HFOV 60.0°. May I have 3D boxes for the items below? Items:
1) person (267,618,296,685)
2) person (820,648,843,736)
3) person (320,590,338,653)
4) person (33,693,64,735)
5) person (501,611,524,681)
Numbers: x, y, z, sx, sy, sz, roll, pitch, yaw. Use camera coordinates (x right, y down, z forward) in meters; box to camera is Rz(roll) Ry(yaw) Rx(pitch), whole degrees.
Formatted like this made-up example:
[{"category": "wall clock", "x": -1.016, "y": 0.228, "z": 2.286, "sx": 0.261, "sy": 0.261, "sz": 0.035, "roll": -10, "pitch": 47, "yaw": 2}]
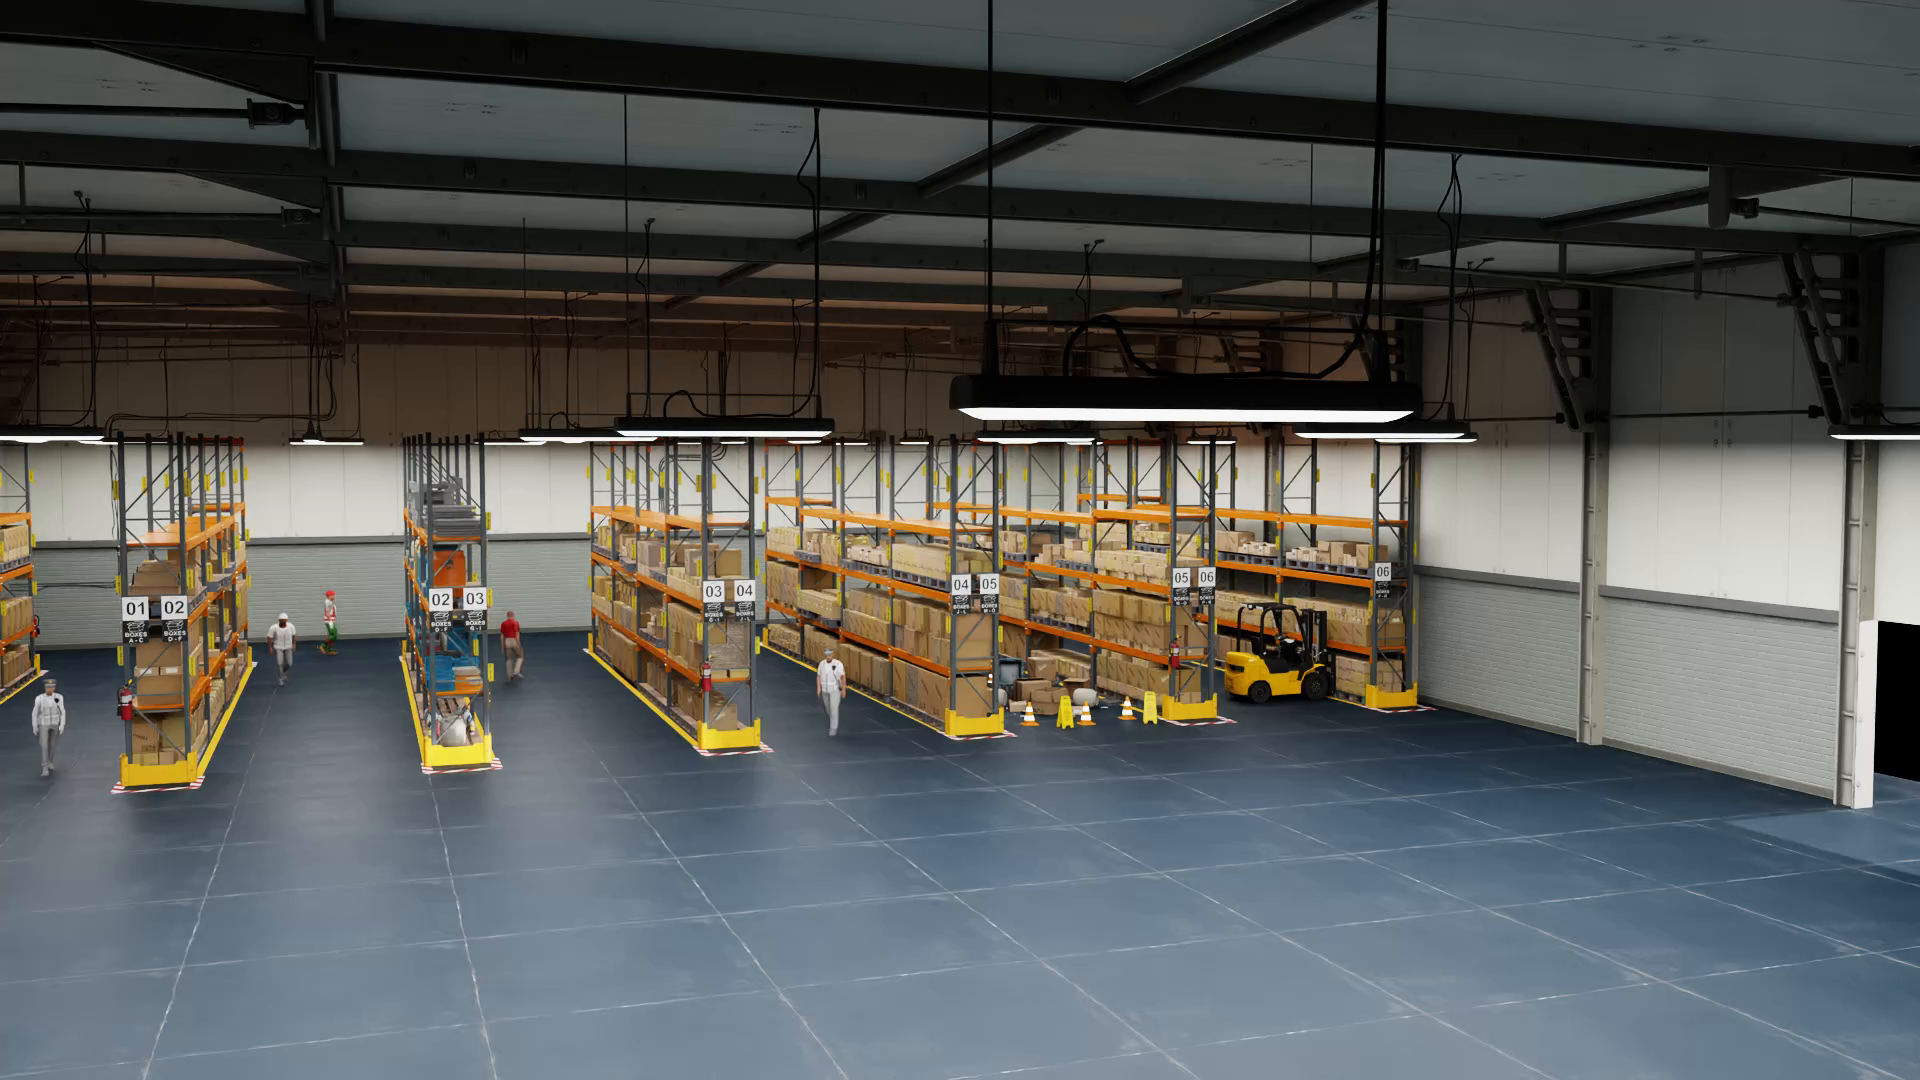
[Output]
[{"category": "person", "x": -16.461, "y": 2.642, "z": 40.341, "sx": 0.659, "sy": 1.707, "sz": 0.656, "roll": -2, "pitch": 4, "yaw": -37}, {"category": "person", "x": -2.565, "y": 3.010, "z": 33.210, "sx": 0.565, "sy": 1.719, "sz": 0.944, "roll": 1, "pitch": 3, "yaw": 25}, {"category": "person", "x": -17.373, "y": 2.250, "z": 45.739, "sx": 0.457, "sy": 1.734, "sz": 0.580, "roll": -1, "pitch": 3, "yaw": -23}, {"category": "person", "x": -16.025, "y": 3.062, "z": 29.229, "sx": 0.437, "sy": 0.741, "sz": 0.412, "roll": -3, "pitch": 4, "yaw": -44}, {"category": "person", "x": -11.000, "y": 2.592, "z": 40.806, "sx": 0.579, "sy": 1.710, "sz": 0.451, "roll": 0, "pitch": 3, "yaw": 0}]
